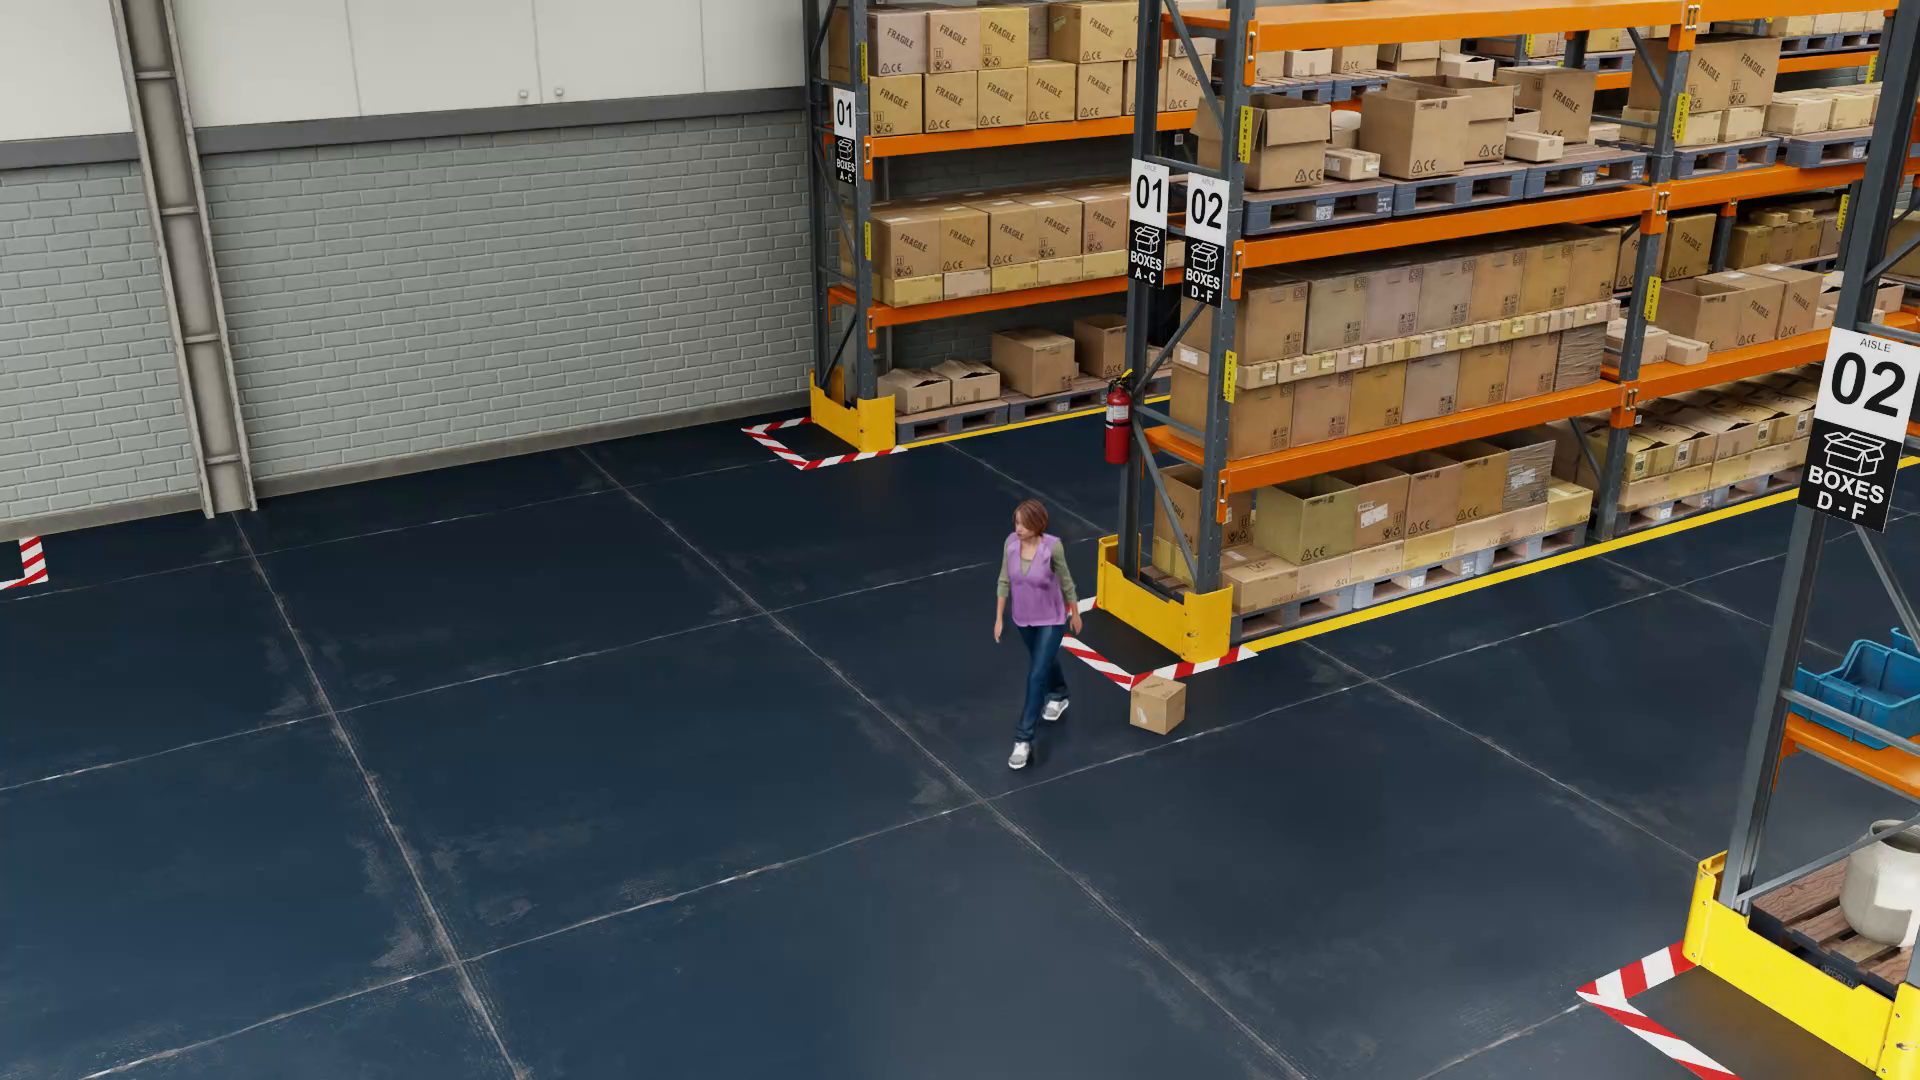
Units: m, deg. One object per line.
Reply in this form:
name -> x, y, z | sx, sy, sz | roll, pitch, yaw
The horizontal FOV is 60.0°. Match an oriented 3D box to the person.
person -> 0.431, 0.473, 9.910 | 0.436, 1.543, 0.891 | 15, 26, 32
